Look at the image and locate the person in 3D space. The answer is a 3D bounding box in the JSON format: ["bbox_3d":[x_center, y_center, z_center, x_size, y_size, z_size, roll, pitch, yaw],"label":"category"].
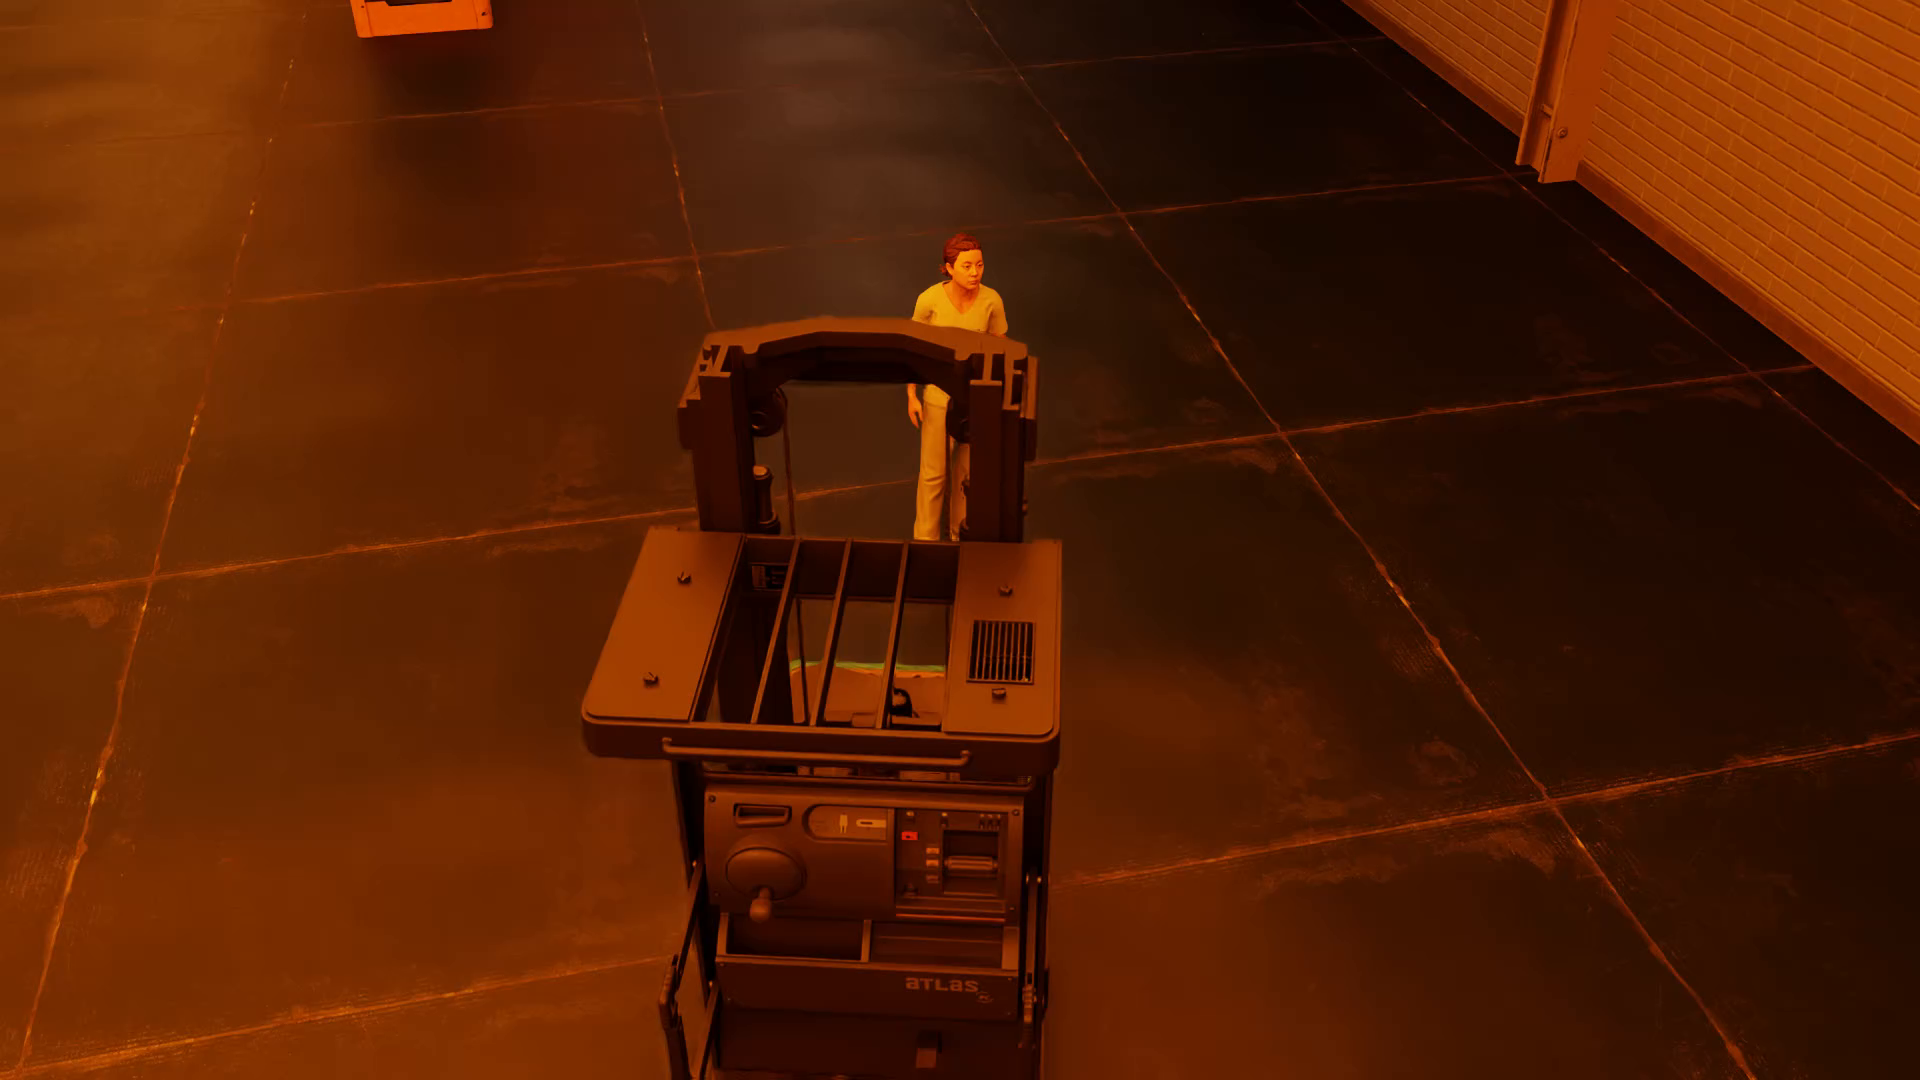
[{"bbox_3d":[0.003,-0.639,8.008,0.549,1.665,0.549,-8,36,-11],"label":"person"}]

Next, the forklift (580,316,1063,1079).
[{"bbox_3d":[-0.292,0.991,4.674,1.130,2.935,3.031,2,36,3],"label":"forklift"}]
